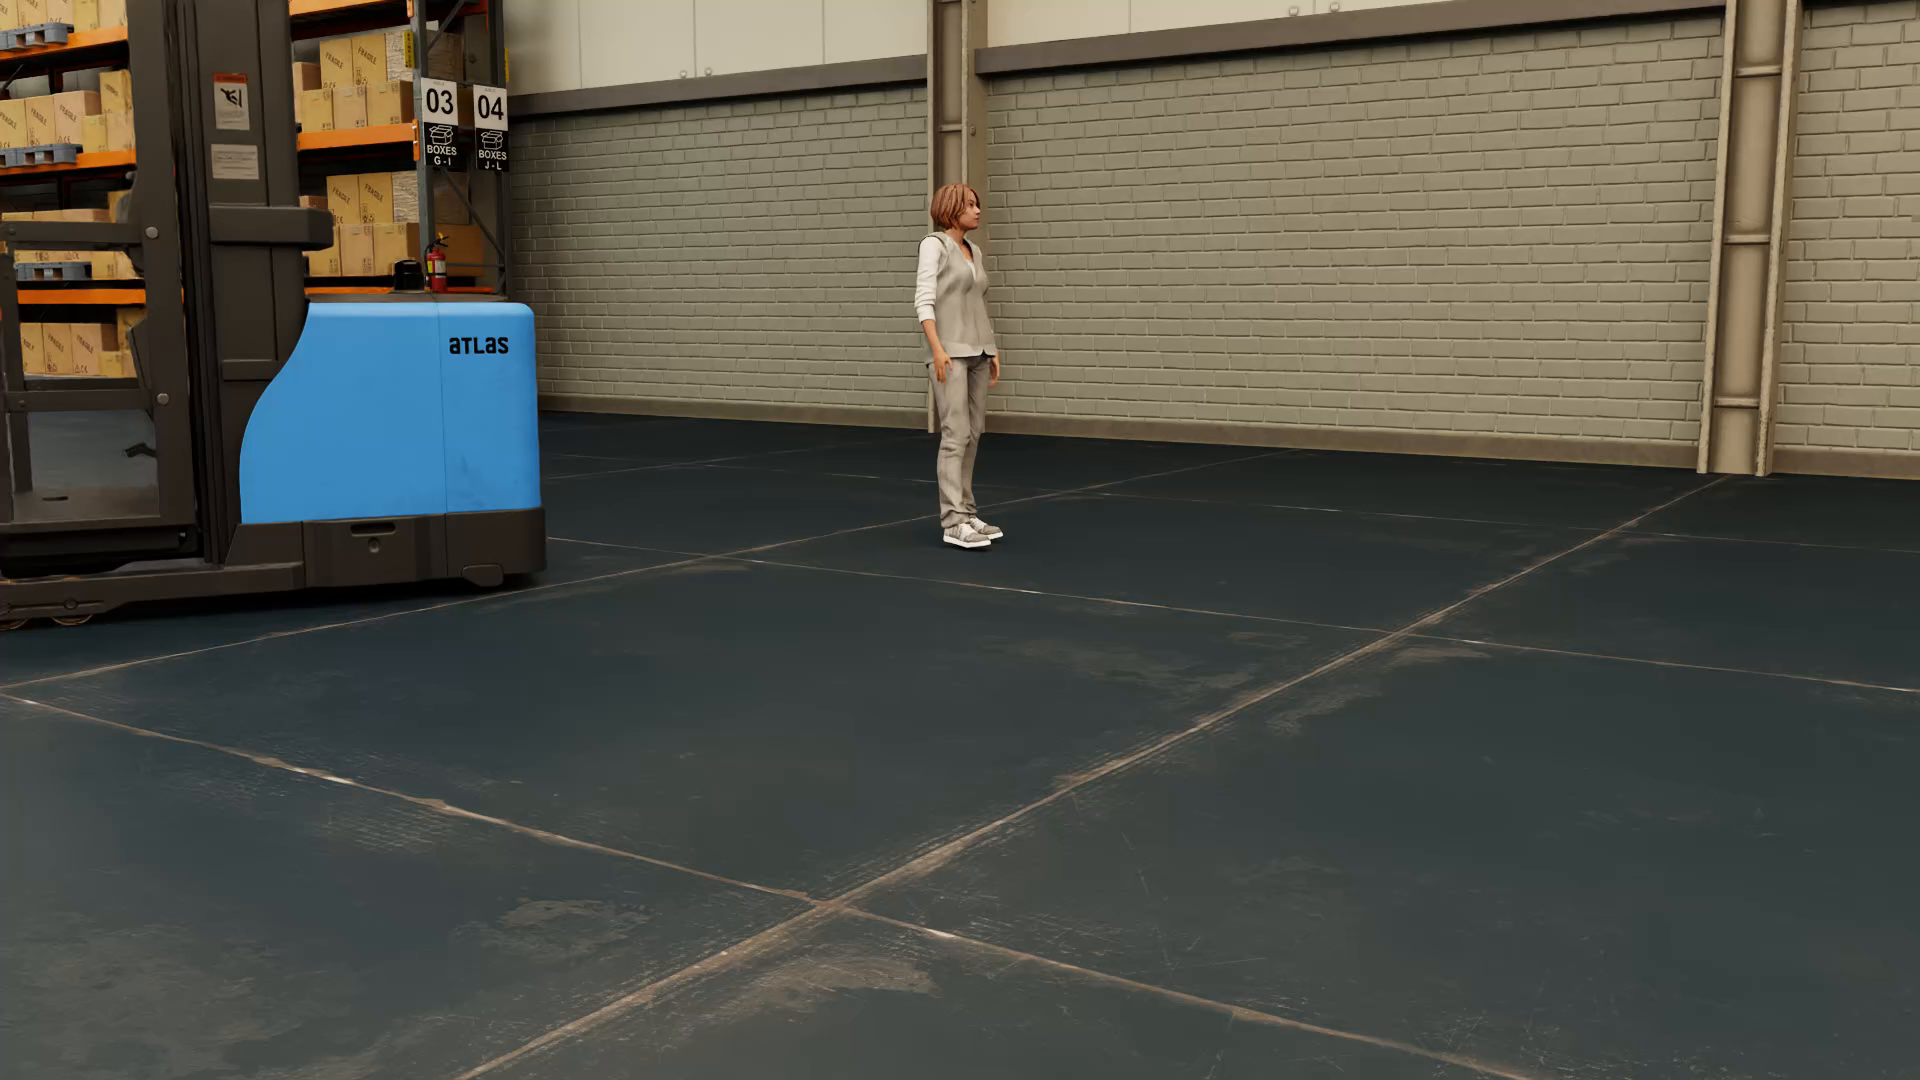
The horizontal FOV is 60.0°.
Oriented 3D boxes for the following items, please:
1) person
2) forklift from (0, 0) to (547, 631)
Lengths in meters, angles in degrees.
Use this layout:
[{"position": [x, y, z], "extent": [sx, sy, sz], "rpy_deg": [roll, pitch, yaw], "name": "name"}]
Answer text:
[{"position": [0.054, -0.784, 7.438], "extent": [0.473, 1.585, 0.520], "rpy_deg": [5, 10, 34], "name": "person"}, {"position": [-3.128, -1.236, 5.881], "extent": [3.031, 2.935, 1.130], "rpy_deg": [-4, 9, -26], "name": "forklift"}]
